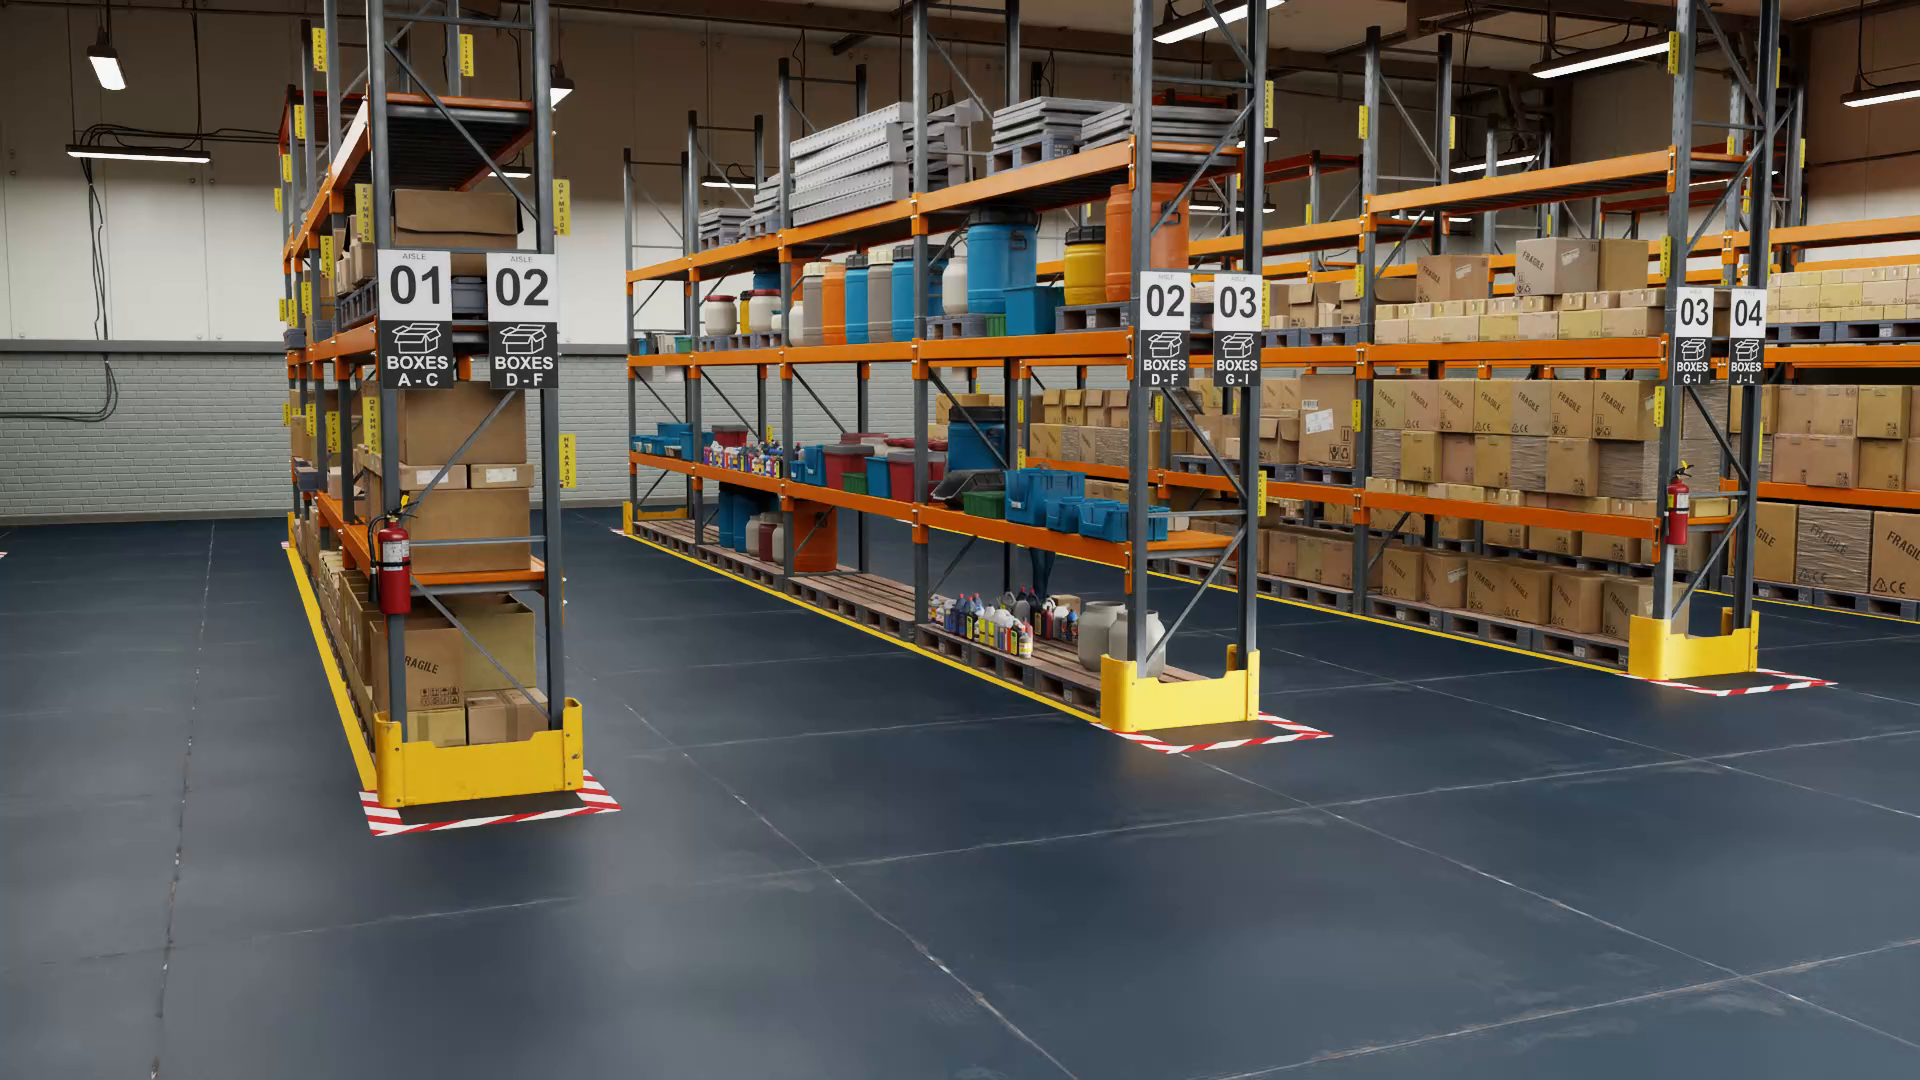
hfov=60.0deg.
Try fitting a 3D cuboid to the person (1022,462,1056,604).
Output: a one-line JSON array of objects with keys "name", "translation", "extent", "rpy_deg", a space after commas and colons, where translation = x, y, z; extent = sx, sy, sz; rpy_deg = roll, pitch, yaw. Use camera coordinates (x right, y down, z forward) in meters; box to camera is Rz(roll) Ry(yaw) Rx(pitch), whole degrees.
[{"name": "person", "translation": [0.929, -0.002, 17.219], "extent": [0.424, 1.580, 0.583], "rpy_deg": [-3, 6, -30]}]
